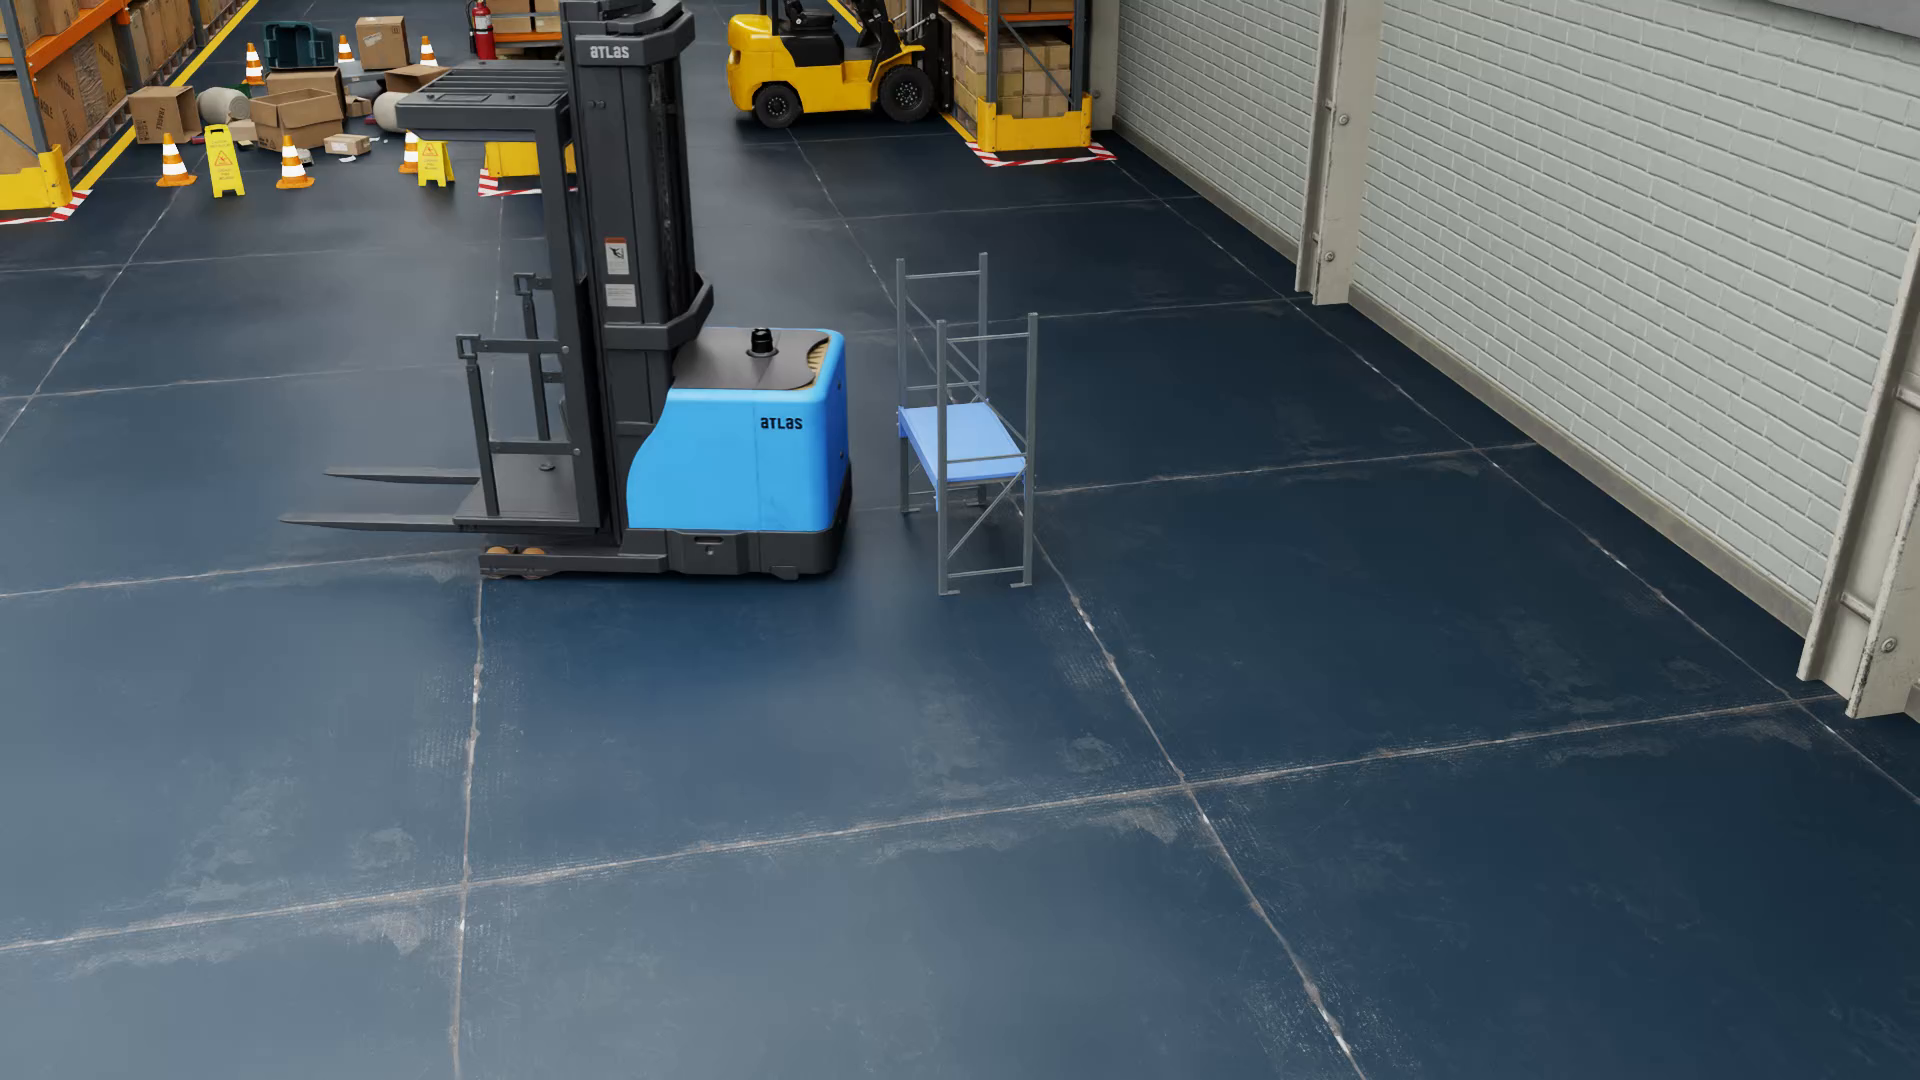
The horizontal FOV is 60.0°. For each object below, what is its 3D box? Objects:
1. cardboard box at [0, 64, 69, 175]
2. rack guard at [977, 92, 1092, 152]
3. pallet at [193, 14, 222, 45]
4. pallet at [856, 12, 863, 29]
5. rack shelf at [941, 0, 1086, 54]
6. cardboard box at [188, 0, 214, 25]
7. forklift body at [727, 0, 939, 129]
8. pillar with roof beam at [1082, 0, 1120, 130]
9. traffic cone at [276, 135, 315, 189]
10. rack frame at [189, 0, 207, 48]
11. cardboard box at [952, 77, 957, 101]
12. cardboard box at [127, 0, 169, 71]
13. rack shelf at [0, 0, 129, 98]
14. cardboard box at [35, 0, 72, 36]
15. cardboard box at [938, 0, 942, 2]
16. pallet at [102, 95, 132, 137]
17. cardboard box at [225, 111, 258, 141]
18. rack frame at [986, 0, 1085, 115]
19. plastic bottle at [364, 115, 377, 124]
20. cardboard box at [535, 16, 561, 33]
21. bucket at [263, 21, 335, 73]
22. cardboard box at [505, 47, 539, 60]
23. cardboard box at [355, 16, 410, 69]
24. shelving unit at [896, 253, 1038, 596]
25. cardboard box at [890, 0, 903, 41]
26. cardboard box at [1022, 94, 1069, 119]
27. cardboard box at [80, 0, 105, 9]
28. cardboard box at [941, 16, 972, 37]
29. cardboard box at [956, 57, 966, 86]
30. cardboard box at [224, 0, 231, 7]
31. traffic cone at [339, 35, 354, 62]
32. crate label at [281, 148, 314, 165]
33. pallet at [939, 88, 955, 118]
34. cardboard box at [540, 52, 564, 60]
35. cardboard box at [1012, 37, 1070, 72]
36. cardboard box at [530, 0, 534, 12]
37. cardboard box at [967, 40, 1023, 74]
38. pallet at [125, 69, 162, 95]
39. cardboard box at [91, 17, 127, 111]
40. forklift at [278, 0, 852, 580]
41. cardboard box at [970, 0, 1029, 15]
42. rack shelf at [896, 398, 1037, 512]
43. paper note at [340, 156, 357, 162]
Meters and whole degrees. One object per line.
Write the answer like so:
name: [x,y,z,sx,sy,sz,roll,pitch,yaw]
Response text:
cardboard box: [-9.080,-3.969,15.677,0.875,0.875,0.875,-6,27,-11]
rack guard: [0.778,-4.366,17.345,1.175,0.500,0.348,-6,27,-12]
pallet: [-10.840,-7.050,22.983,1.003,0.211,1.213,-6,27,-12]
pallet: [-0.883,-7.394,23.665,1.003,0.211,1.213,-6,27,-12]
rack shelf: [0.322,-6.049,18.704,1.077,0.370,4.000,-6,27,-12]
cardboard box: [-10.576,-7.359,22.810,0.500,0.500,0.500,-7,28,-14]
forklift body: [-1.432,-5.760,18.276,2.313,2.155,1.214,-6,27,-12]
pillar with roof beam: [-2.700,-8.130,15.371,9.100,9.000,0.400,-6,27,-12]
traffic cone: [-6.421,-3.650,15.968,0.336,0.463,0.334,-6,27,-12]
rack frame: [-10.665,-7.951,21.675,1.000,3.000,0.127,-6,27,-12]
cardboard box: [0.152,-5.066,18.544,0.500,0.250,0.500,-6,27,-11]
cardboard box: [-10.205,-6.066,19.970,1.050,0.750,0.750,-6,27,-12]
rack shelf: [-9.313,-4.996,16.618,1.077,0.370,4.000,-6,27,-12]
cardboard box: [-9.139,-5.163,15.983,0.875,0.550,0.550,-6,27,-12]
cardboard box: [-0.325,-6.410,20.097,0.500,0.250,0.500,-6,27,-12]
pallet: [-9.669,-4.609,18.147,1.003,0.211,1.213,-6,27,-12]
cardboard box: [-7.582,-4.407,17.687,0.396,0.266,0.258,-1,27,-3]
rack frame: [0.773,-5.492,16.802,1.000,3.000,0.127,-6,27,-12]
plastic bottle: [-6.500,-4.674,18.442,0.133,0.061,0.283,-1,27,-3]
cardboard box: [-3.937,-5.044,16.194,0.380,0.149,0.250,-6,27,-11]
bucket: [-7.487,-5.587,18.936,0.726,0.611,0.620,3,17,6]
cardboard box: [-4.618,-4.835,17.254,0.500,0.500,0.500,-5,27,-10]
cardboard box: [-6.691,-5.771,19.288,0.500,0.500,0.500,-6,27,-12]
shelving unit: [0.019,-0.632,8.838,0.538,1.500,1.048,-6,27,-12]
cardboard box: [-0.425,-6.945,21.850,0.875,0.625,0.625,-6,27,-12]
cardboard box: [0.853,-4.688,17.794,0.500,0.250,0.500,-6,27,-11]
cardboard box: [-9.523,-5.863,17.370,0.875,0.550,0.550,-6,27,-12]
cardboard box: [0.014,-5.736,18.762,0.500,0.250,0.500,-7,28,-13]
cardboard box: [0.256,-5.079,18.013,0.500,0.250,0.500,-6,27,-12]
cardboard box: [-10.928,-8.029,24.136,0.500,0.500,0.500,-7,28,-13]
traffic cone: [-7.647,-6.038,20.699,0.336,0.463,0.334,-6,27,-12]
crate label: [-6.659,-3.843,16.712,0.250,0.136,0.298,-23,35,-38]
pallet: [0.288,-5.113,19.146,1.003,0.211,1.213,-6,27,-12]
cardboard box: [-3.981,-4.674,16.934,0.500,0.500,0.500,-7,28,-13]
cardboard box: [0.849,-5.129,17.558,0.500,0.250,0.500,-6,27,-12]
cardboard box: [-4.565,-5.468,17.034,0.380,0.149,0.250,-6,27,-11]
cardboard box: [0.365,-5.069,17.440,0.500,0.250,0.500,-5,27,-10]
pallet: [-10.011,-5.282,19.480,1.003,0.211,1.213,-6,27,-12]
cardboard box: [-9.690,-5.151,18.019,0.875,0.875,0.875,-6,27,-11]
forklift: [-2.155,-1.334,8.641,3.031,2.935,1.130,1,27,3]
cardboard box: [0.406,-5.726,17.155,0.500,0.500,0.500,-7,28,-13]
rack shelf: [0.019,-0.472,8.919,0.538,0.185,1.000,-6,27,-12]
paper note: [-6.215,-3.874,16.891,0.148,0.019,0.142,-16,31,-29]
